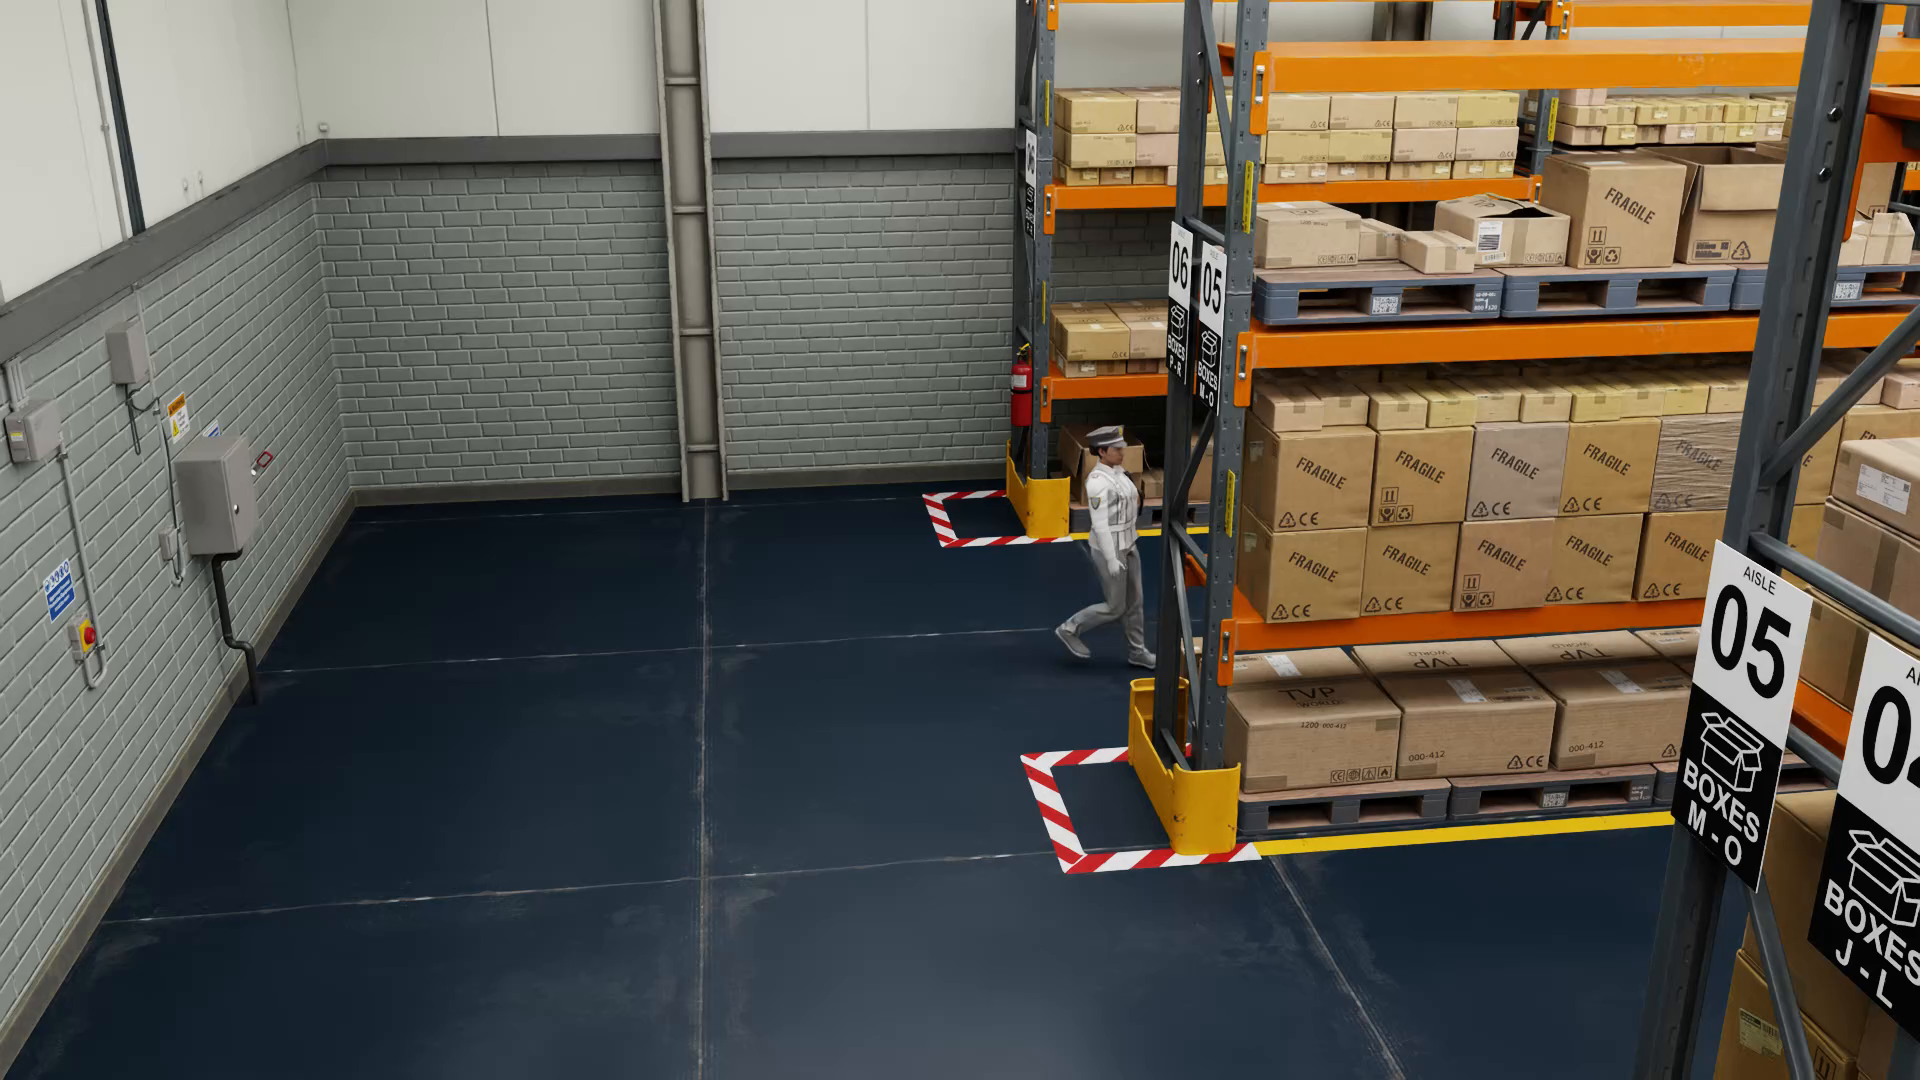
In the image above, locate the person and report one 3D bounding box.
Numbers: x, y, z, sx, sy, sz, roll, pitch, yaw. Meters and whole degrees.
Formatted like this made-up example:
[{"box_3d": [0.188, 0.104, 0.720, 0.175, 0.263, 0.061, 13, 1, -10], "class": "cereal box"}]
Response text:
[{"box_3d": [1.026, 0.052, 10.889, 0.745, 1.661, 0.502, 9, 22, 24], "class": "person"}]
